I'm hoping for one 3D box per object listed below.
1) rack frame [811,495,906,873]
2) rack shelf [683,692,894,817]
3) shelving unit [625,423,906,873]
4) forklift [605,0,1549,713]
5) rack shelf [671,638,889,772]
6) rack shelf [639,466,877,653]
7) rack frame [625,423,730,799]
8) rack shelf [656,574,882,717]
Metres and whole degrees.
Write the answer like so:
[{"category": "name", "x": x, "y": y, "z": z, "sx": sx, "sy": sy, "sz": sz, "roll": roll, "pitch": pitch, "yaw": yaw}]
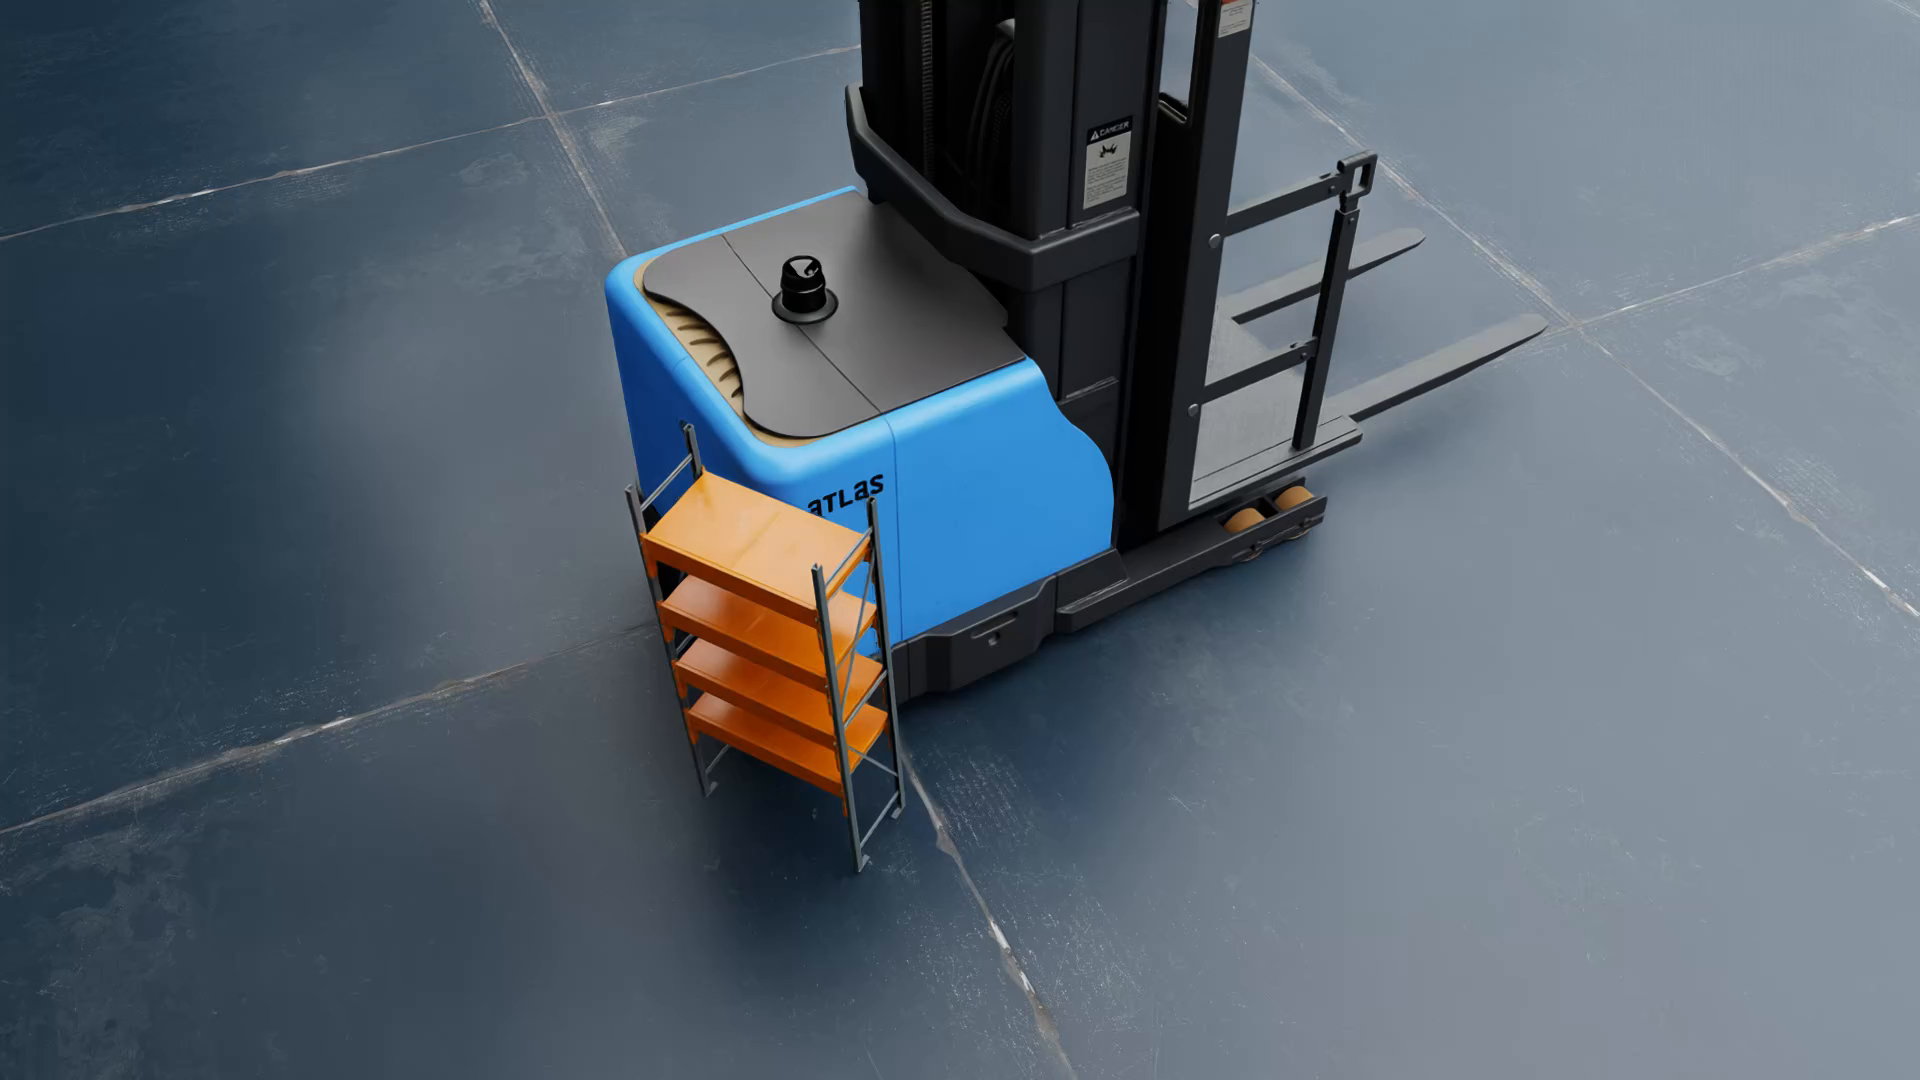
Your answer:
[{"category": "rack frame", "x": -0.230, "y": 0.388, "z": 3.992, "sx": 0.015, "sy": 1.200, "sz": 0.240, "roll": 22, "pitch": 52, "yaw": 21}, {"category": "rack shelf", "x": -0.435, "y": 0.483, "z": 4.273, "sx": 0.480, "sy": 0.148, "sz": 0.258, "roll": 22, "pitch": 52, "yaw": 21}, {"category": "shelving unit", "x": -0.442, "y": 0.304, "z": 4.077, "sx": 0.503, "sy": 1.200, "sz": 0.258, "roll": 22, "pitch": 52, "yaw": 21}, {"category": "forklift", "x": 0.552, "y": -1.271, "z": 4.452, "sx": 3.031, "sy": 2.935, "sz": 1.130, "roll": -23, "pitch": 49, "yaw": -22}, {"category": "rack shelf", "x": -0.440, "y": 0.349, "z": 4.127, "sx": 0.480, "sy": 0.148, "sz": 0.258, "roll": 22, "pitch": 52, "yaw": 21}, {"category": "rack shelf", "x": -0.454, "y": 0.039, "z": 3.788, "sx": 0.480, "sy": 0.148, "sz": 0.258, "roll": 22, "pitch": 52, "yaw": 21}, {"category": "rack frame", "x": -0.655, "y": 0.220, "z": 4.163, "sx": 0.015, "sy": 1.200, "sz": 0.240, "roll": 22, "pitch": 52, "yaw": 21}, {"category": "rack shelf", "x": -0.447, "y": 0.198, "z": 3.962, "sx": 0.480, "sy": 0.148, "sz": 0.258, "roll": 22, "pitch": 52, "yaw": 21}]
